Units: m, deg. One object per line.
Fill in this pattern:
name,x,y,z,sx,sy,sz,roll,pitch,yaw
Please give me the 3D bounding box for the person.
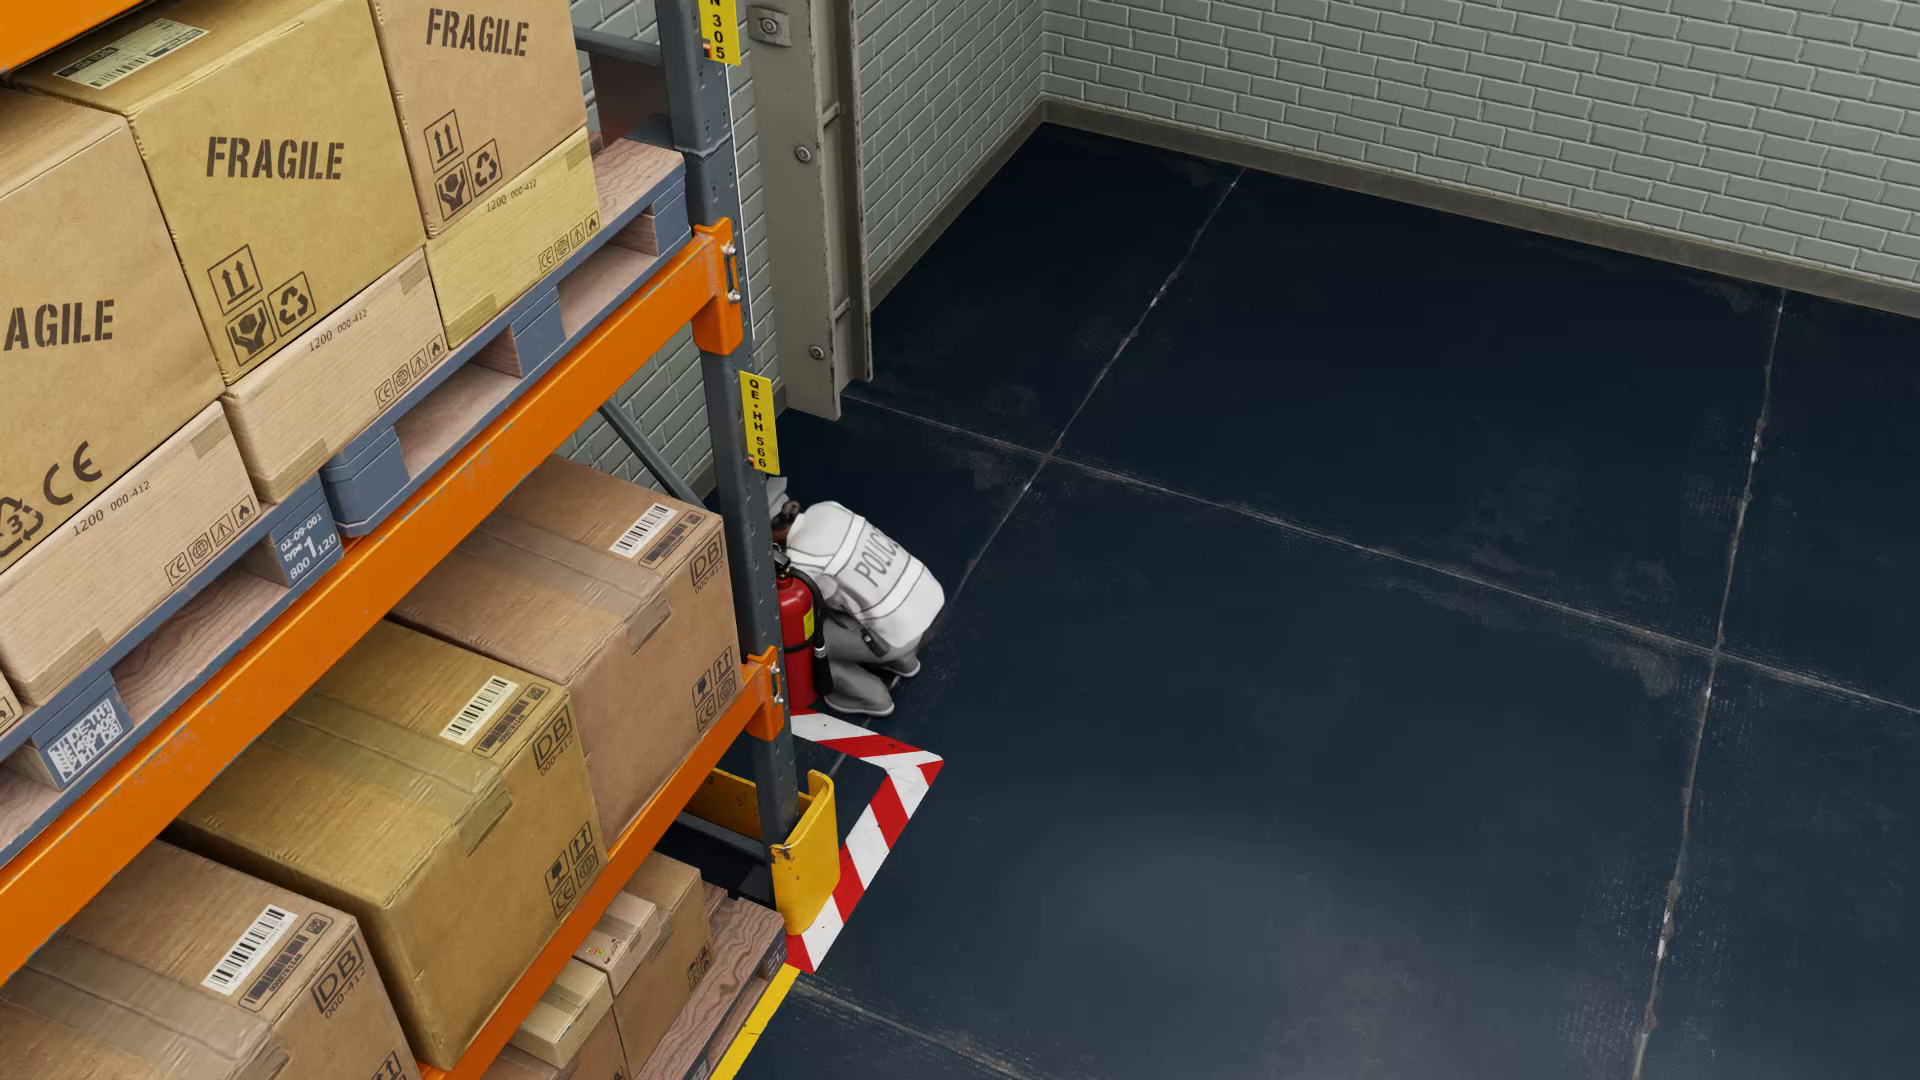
person,-0.501,0.144,6.418,0.871,0.762,0.446,17,45,17
